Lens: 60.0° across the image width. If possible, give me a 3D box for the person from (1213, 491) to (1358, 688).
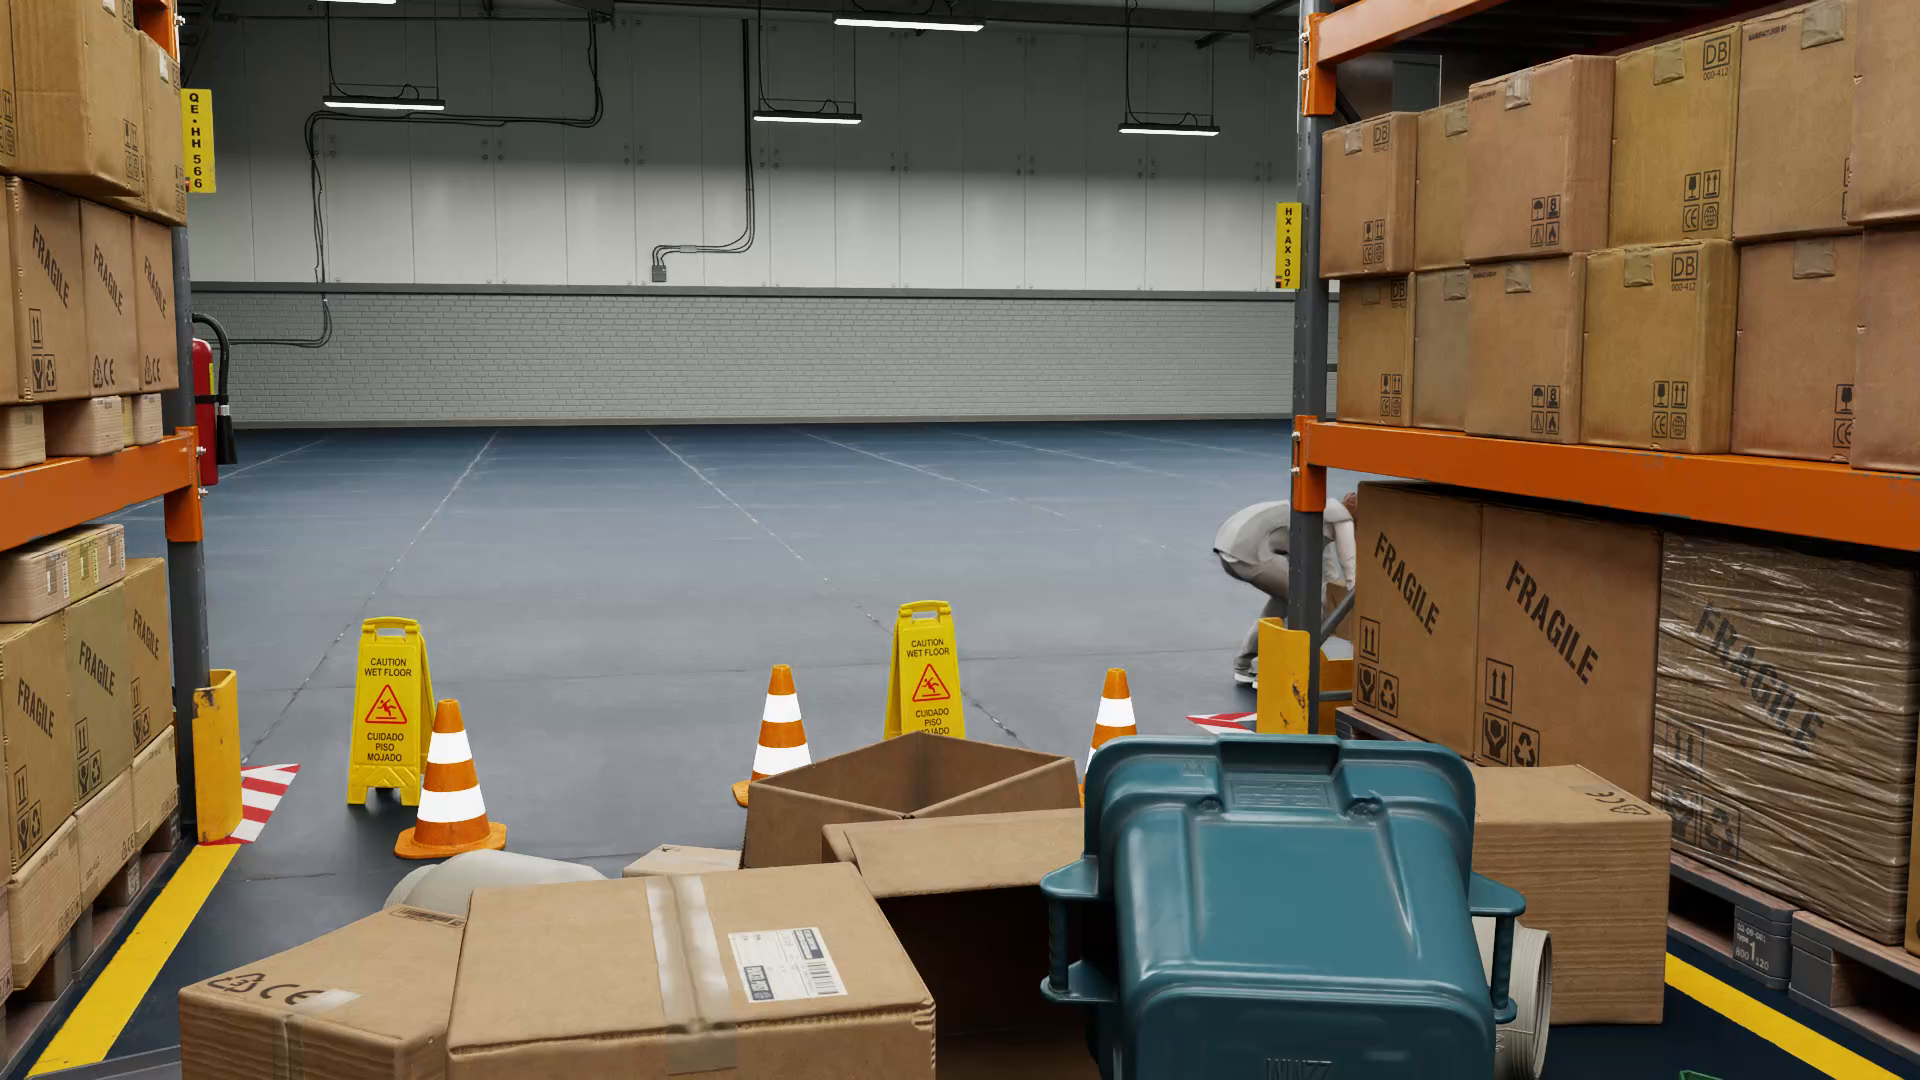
[{"bbox_3d":[1.609,0.234,7.841,0.861,0.919,0.409,-2,7,-16],"label":"person"}]
